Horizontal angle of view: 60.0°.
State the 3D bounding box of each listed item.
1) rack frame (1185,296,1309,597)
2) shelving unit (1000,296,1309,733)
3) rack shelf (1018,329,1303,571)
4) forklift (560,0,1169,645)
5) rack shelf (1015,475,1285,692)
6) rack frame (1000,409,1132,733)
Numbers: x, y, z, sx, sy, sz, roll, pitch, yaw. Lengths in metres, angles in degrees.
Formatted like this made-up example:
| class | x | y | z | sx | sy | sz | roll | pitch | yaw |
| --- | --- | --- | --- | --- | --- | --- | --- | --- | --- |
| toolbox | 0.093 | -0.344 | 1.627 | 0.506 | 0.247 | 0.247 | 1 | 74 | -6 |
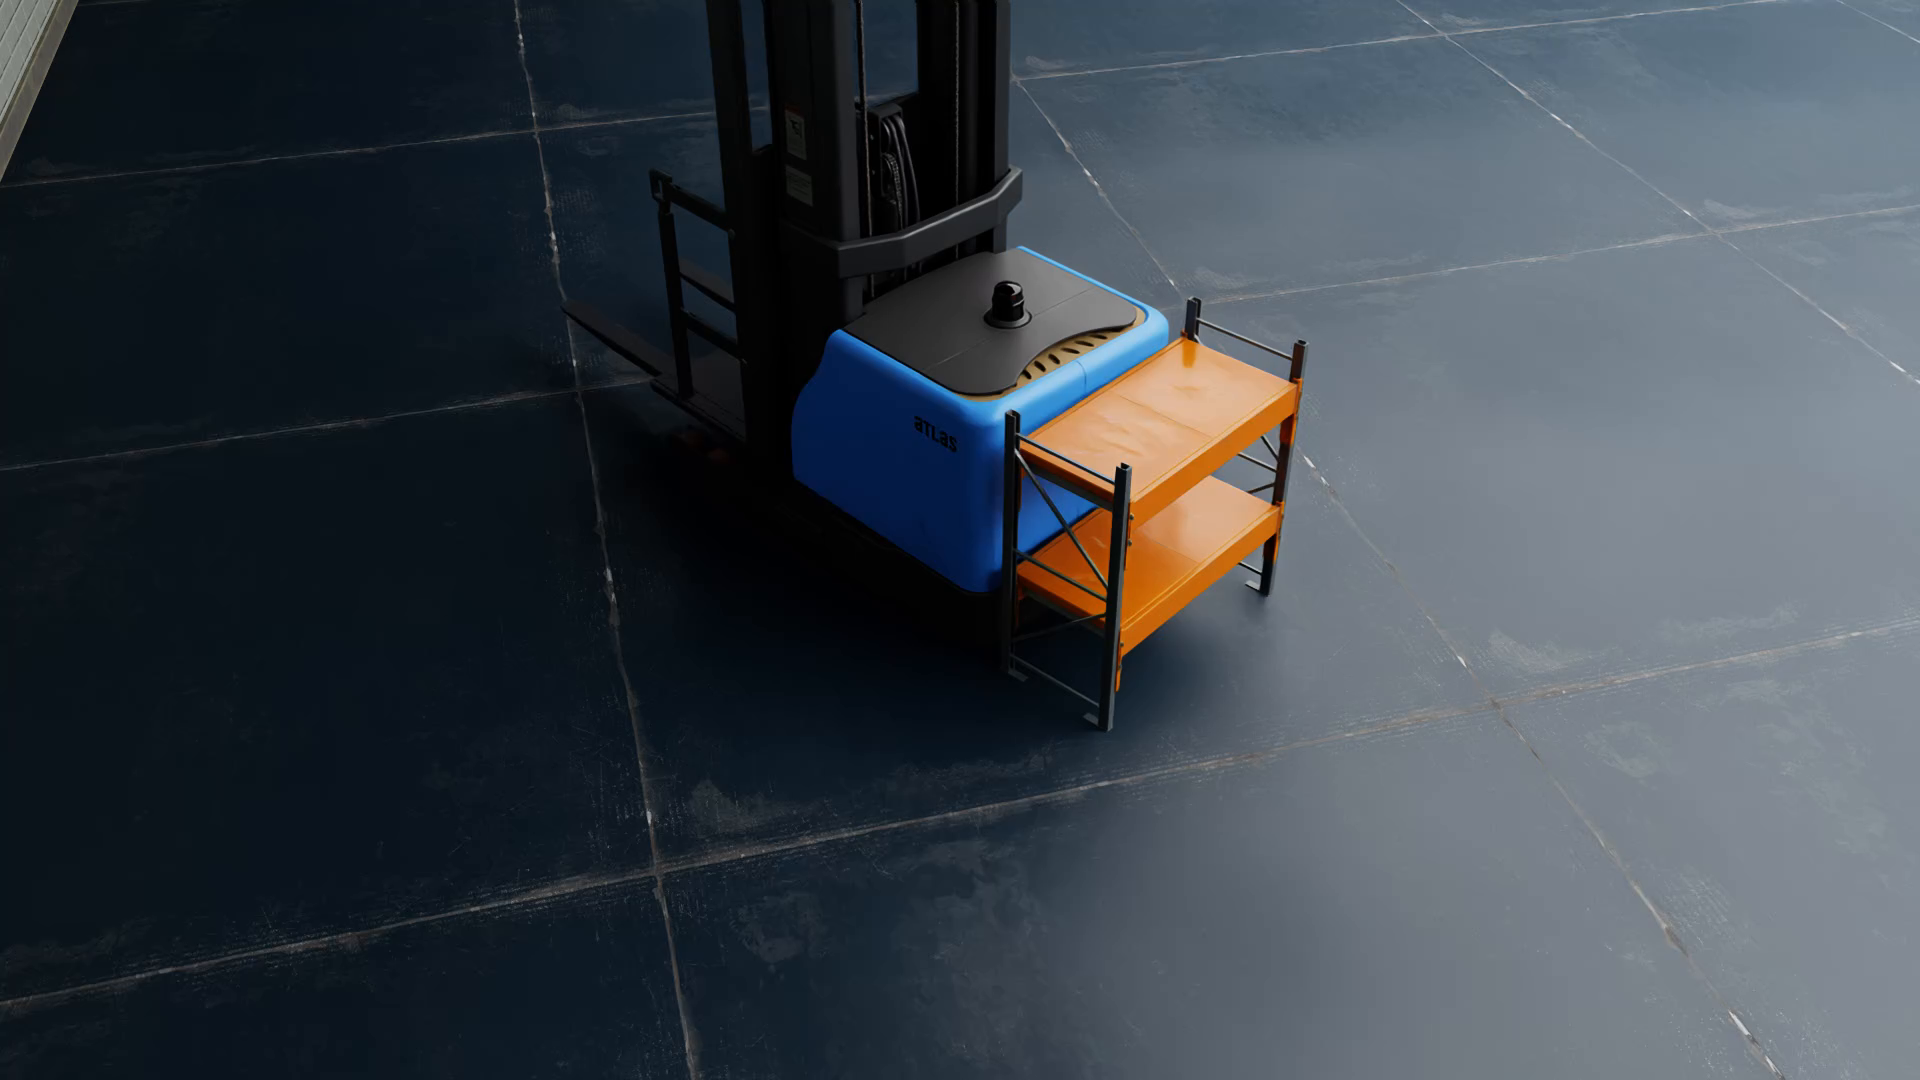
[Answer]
| class | x | y | z | sx | sy | sz | roll | pitch | yaw |
| --- | --- | --- | --- | --- | --- | --- | --- | --- | --- |
| rack frame | 1.023 | -0.335 | 6.262 | 0.500 | 1.125 | 0.032 | 29 | 46 | 32 |
| shelving unit | 0.683 | -0.106 | 5.962 | 0.538 | 1.125 | 1.048 | 29 | 46 | 32 |
| rack shelf | 0.683 | -0.338 | 5.784 | 0.538 | 0.278 | 1.000 | 29 | 46 | 32 |
| forklift | -0.601 | -1.576 | 6.398 | 1.130 | 2.935 | 3.031 | -30 | 47 | -33 |
| rack shelf | 0.683 | 0.089 | 6.111 | 0.538 | 0.278 | 1.000 | 29 | 46 | 32 |
| rack frame | 0.343 | 0.124 | 5.662 | 0.500 | 1.125 | 0.032 | 29 | 46 | 32 |
